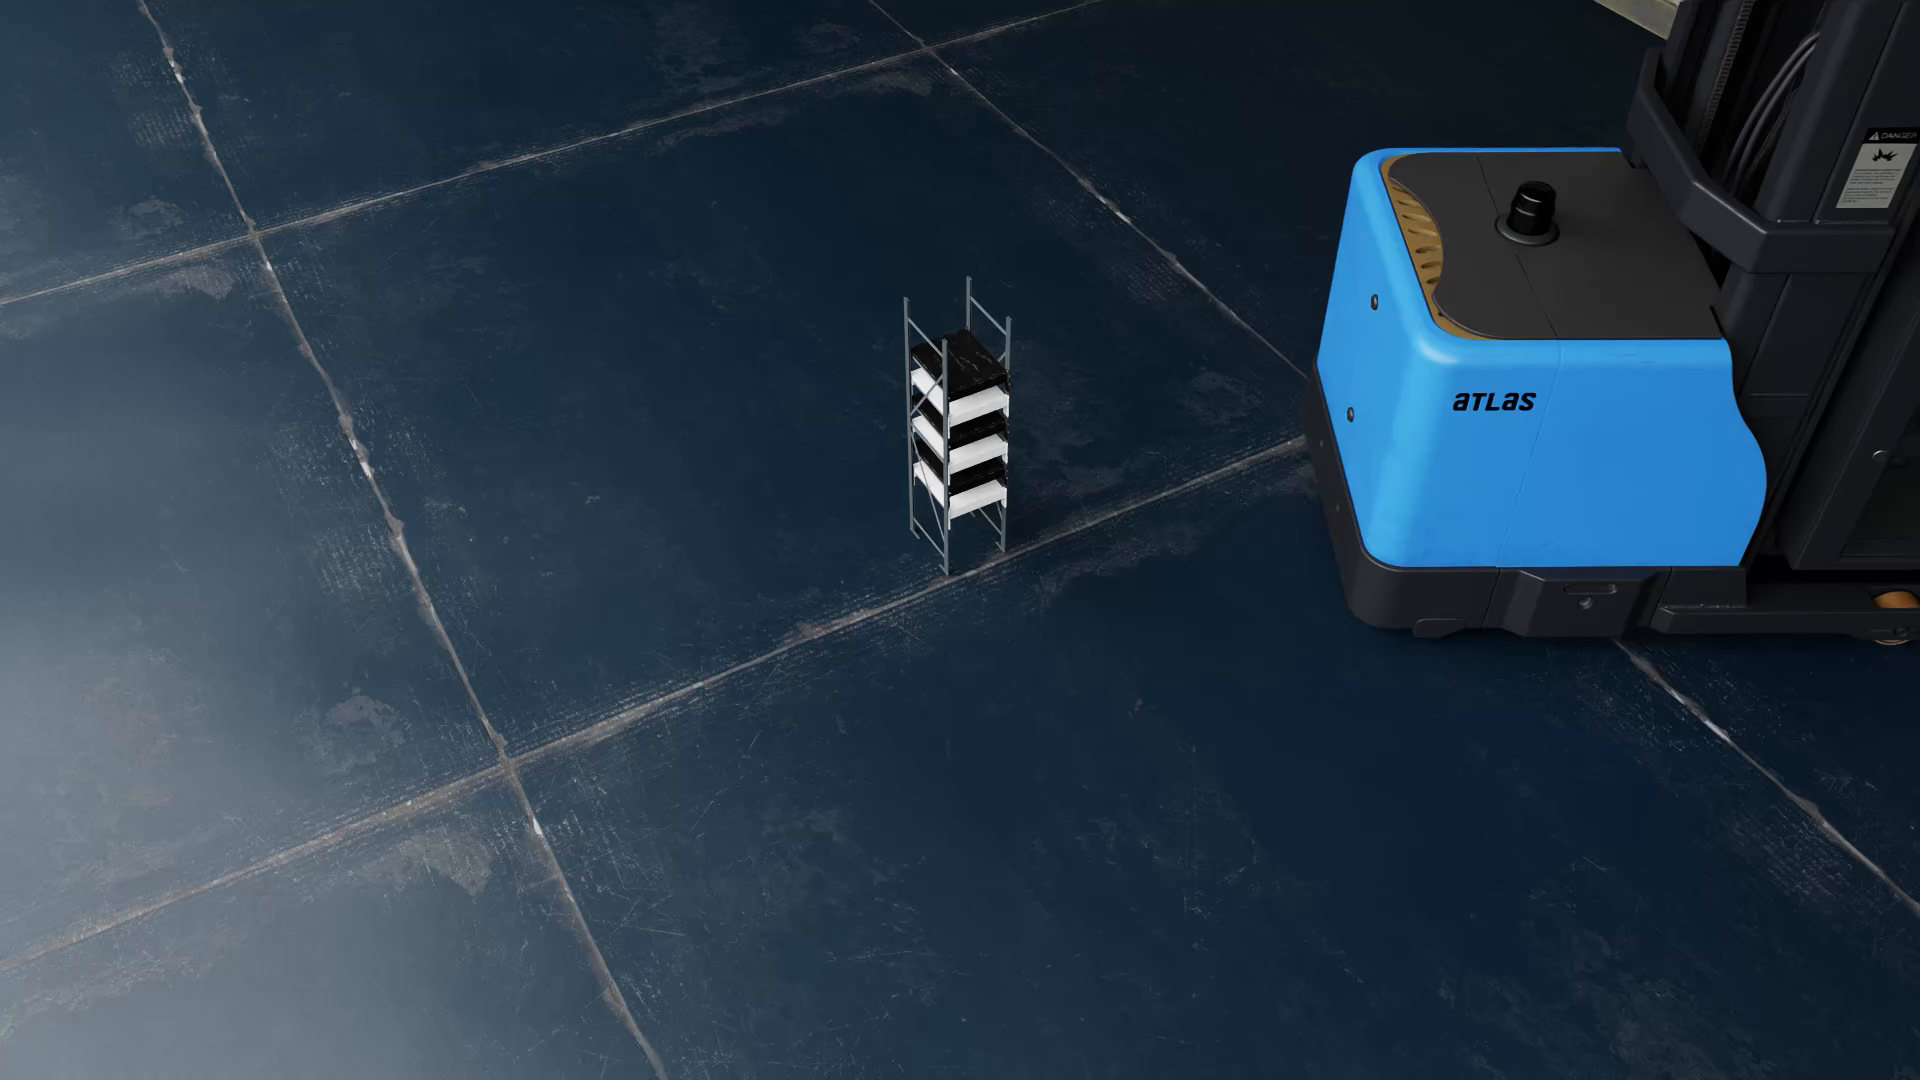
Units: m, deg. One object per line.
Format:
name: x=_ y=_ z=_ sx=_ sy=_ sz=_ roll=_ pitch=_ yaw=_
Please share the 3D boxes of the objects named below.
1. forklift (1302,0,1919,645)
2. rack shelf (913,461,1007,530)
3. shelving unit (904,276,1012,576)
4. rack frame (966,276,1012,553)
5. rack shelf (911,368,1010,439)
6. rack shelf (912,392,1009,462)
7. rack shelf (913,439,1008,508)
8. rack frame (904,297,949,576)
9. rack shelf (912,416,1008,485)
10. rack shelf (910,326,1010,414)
forklift: x=2.662 y=-1.113 z=4.292 sx=3.031 sy=2.935 sz=1.130 roll=0 pitch=44 yaw=0
rack shelf: x=-0.007 y=-0.167 z=5.082 sx=0.200 sy=0.077 sz=0.258 roll=-22 pitch=48 yaw=-21
shelving unit: x=-0.007 y=-0.320 z=4.934 sx=0.210 sy=0.900 sz=0.258 roll=-22 pitch=48 yaw=-21
rack frame: x=0.081 y=-0.355 z=4.970 sx=0.006 sy=0.900 sz=0.240 roll=-22 pitch=48 yaw=-21
rack shelf: x=-0.007 y=-0.425 z=4.832 sx=0.200 sy=0.077 sz=0.258 roll=-22 pitch=48 yaw=-21
rack shelf: x=-0.007 y=-0.361 z=4.894 sx=0.200 sy=0.077 sz=0.258 roll=-22 pitch=48 yaw=-21
rack shelf: x=-0.007 y=-0.232 z=5.020 sx=0.200 sy=0.077 sz=0.258 roll=-22 pitch=48 yaw=-21
rack frame: x=-0.095 y=-0.285 z=4.897 sx=0.006 sy=0.900 sz=0.240 roll=-22 pitch=48 yaw=-21
rack shelf: x=-0.007 y=-0.296 z=4.957 sx=0.200 sy=0.077 sz=0.258 roll=-22 pitch=48 yaw=-21
rack shelf: x=-0.007 y=-0.490 z=4.769 sx=0.200 sy=0.077 sz=0.258 roll=-22 pitch=48 yaw=-21
